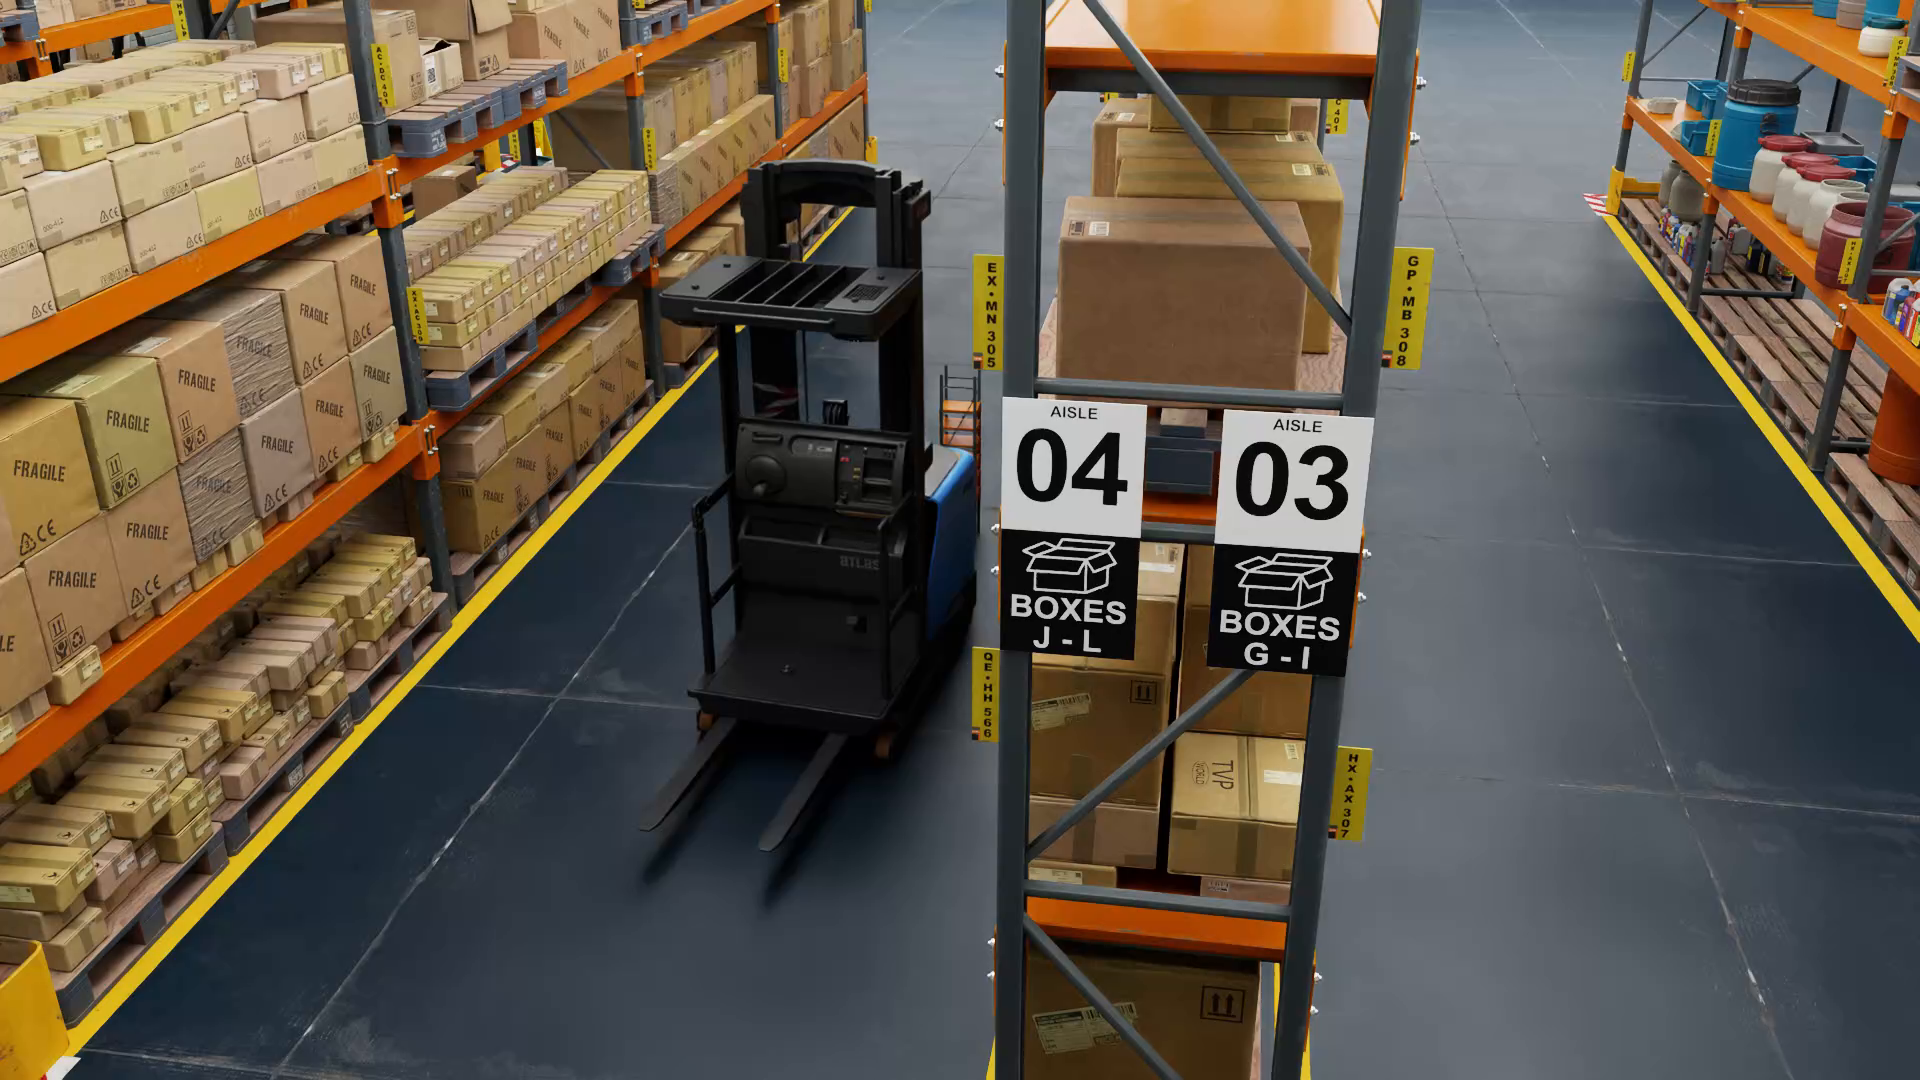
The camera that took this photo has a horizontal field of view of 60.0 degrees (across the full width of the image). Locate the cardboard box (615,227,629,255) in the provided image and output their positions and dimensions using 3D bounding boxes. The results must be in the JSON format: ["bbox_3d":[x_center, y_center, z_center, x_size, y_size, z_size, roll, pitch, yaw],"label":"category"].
[{"bbox_3d":[-2.661,-2.211,12.236,0.380,0.149,0.250,4,25,9],"label":"cardboard box"}]

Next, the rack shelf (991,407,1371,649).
[{"bbox_3d":[0.946,-0.722,6.564,1.077,0.370,4.000,4,25,9],"label":"rack shelf"}]

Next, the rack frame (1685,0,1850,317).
[{"bbox_3d":[7.466,-3.528,15.249,1.000,3.000,0.127,4,25,9],"label":"rack frame"}]

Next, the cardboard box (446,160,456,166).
[{"bbox_3d":[-6.502,-4.603,20.293,0.500,0.250,0.500,4,25,9],"label":"cardboard box"}]

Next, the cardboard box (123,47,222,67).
[{"bbox_3d":[-3.968,-2.392,8.401,0.380,0.149,0.250,3,25,6],"label":"cardboard box"}]

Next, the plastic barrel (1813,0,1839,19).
[{"bbox_3d":[7.598,-4.886,14.020,0.600,0.901,0.708,4,25,9],"label":"plastic barrel"}]

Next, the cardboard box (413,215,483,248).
[{"bbox_3d":[-3.475,-2.096,11.289,0.380,0.149,0.250,4,25,8],"label":"cardboard box"}]

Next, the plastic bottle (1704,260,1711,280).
[{"bbox_3d":[7.218,-2.633,16.119,0.097,0.201,0.097,0,25,0],"label":"plastic bottle"}]

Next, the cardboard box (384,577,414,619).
[{"bbox_3d":[-3.374,0.323,9.539,0.380,0.149,0.250,3,25,6],"label":"cardboard box"}]

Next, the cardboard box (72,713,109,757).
[{"bbox_3d":[-4.313,0.916,7.921,0.380,0.149,0.250,5,26,10],"label":"cardboard box"}]

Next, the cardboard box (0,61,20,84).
[{"bbox_3d":[-11.511,-5.753,19.884,0.500,0.500,0.500,4,25,9],"label":"cardboard box"}]

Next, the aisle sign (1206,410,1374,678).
[{"bbox_3d":[0.903,0.021,4.600,0.394,0.787,0.004,4,25,9],"label":"aisle sign"}]

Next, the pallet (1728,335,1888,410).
[{"bbox_3d":[7.179,-1.422,14.039,1.003,0.211,1.213,4,25,9],"label":"pallet"}]

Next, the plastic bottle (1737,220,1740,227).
[{"bbox_3d":[8.184,-3.265,17.380,0.152,0.276,0.135,4,25,9],"label":"plastic bottle"}]

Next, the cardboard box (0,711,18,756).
[{"bbox_3d":[-3.881,0.763,6.379,0.380,0.149,0.250,4,25,8],"label":"cardboard box"}]

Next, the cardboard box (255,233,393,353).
[{"bbox_3d":[-3.414,-1.329,8.902,0.500,0.500,0.500,3,25,7],"label":"cardboard box"}]

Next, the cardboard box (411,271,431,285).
[{"bbox_3d":[-3.608,-1.631,10.646,0.380,0.149,0.250,3,25,7],"label":"cardboard box"}]

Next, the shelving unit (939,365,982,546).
[{"bbox_3d":[0.002,-0.549,11.009,0.258,1.200,0.189,4,25,9],"label":"shelving unit"}]

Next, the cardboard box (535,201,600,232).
[{"bbox_3d":[-2.749,-2.266,11.653,0.380,0.149,0.250,4,25,9],"label":"cardboard box"}]

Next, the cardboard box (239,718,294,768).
[{"bbox_3d":[-3.617,1.018,8.405,0.380,0.149,0.250,4,25,9],"label":"cardboard box"}]

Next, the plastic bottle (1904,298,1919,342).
[{"bbox_3d":[6.348,-1.447,10.949,0.152,0.276,0.135,4,25,9],"label":"plastic bottle"}]

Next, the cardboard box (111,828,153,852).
[{"bbox_3d":[-3.866,1.308,7.435,0.380,0.149,0.250,4,25,9],"label":"cardboard box"}]

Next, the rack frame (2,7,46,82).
[{"bbox_3d":[-7.850,-2.885,13.875,1.000,3.000,0.127,4,25,9],"label":"rack frame"}]

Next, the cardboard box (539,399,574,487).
[{"bbox_3d":[-3.065,-0.701,11.663,0.500,0.500,0.500,4,25,9],"label":"cardboard box"}]

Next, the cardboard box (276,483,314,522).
[{"bbox_3d":[-3.538,-0.217,8.472,0.380,0.149,0.250,3,25,6],"label":"cardboard box"}]

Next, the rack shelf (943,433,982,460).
[{"bbox_3d":[0.002,-0.618,10.977,0.258,0.103,0.180,4,25,9],"label":"rack shelf"}]

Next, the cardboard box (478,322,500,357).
[{"bbox_3d":[-3.046,-1.237,10.155,0.380,0.149,0.250,4,25,9],"label":"cardboard box"}]

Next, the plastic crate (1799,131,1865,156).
[{"bbox_3d":[7.689,-3.333,14.757,0.402,0.464,0.583,4,25,9],"label":"plastic crate"}]

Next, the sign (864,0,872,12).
[{"bbox_3d":[-1.110,-6.518,19.992,0.100,0.325,0.005,4,25,9],"label":"sign"}]

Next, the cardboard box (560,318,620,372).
[{"bbox_3d":[-2.875,-1.466,12.412,0.500,0.250,0.500,4,25,9],"label":"cardboard box"}]

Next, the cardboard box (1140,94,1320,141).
[{"bbox_3d":[1.112,-1.608,6.879,0.700,0.500,0.500,5,26,11],"label":"cardboard box"}]

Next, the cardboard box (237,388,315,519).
[{"bbox_3d":[-3.573,-0.444,8.192,0.500,0.500,0.500,4,25,8],"label":"cardboard box"}]

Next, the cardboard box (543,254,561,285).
[{"bbox_3d":[-2.876,-1.804,11.017,0.380,0.149,0.250,4,25,8],"label":"cardboard box"}]

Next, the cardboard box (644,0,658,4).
[{"bbox_3d":[-2.615,-4.425,13.119,0.500,0.311,0.500,4,25,9],"label":"cardboard box"}]

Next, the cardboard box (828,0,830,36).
[{"bbox_3d":[-1.966,-5.873,18.809,0.875,0.550,0.550,4,25,9],"label":"cardboard box"}]

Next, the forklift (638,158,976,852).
[{"bbox_3d":[-0.788,-0.347,8.533,1.130,2.935,3.031,7,26,14],"label":"forklift"}]

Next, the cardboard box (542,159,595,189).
[{"bbox_3d":[-3.142,-2.836,13.653,0.500,0.500,0.500,4,25,9],"label":"cardboard box"}]

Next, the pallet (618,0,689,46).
[{"bbox_3d":[-2.897,-4.130,13.220,1.213,0.211,1.003,5,26,11],"label":"pallet"}]

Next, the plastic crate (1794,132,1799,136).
[{"bbox_3d":[7.967,-3.980,16.465,0.450,0.188,0.662,4,25,9],"label":"plastic crate"}]

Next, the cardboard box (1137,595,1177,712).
[{"bbox_3d":[0.603,0.435,6.609,0.500,0.250,0.500,3,25,7],"label":"cardboard box"}]

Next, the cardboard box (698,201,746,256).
[{"bbox_3d":[-2.471,-2.759,15.765,1.050,0.750,0.750,4,25,9],"label":"cardboard box"}]

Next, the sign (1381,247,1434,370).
[{"bbox_3d":[1.166,-0.602,4.334,0.100,0.325,0.005,4,25,9],"label":"sign"}]

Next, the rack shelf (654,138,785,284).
[{"bbox_3d":[-2.624,-3.095,15.172,1.077,0.370,4.000,4,25,9],"label":"rack shelf"}]

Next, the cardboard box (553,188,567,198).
[{"bbox_3d":[-3.227,-2.607,12.732,0.380,0.149,0.250,5,26,11],"label":"cardboard box"}]

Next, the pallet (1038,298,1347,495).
[{"bbox_3d":[0.730,-0.482,5.307,1.003,0.211,1.213,4,25,9],"label":"pallet"}]

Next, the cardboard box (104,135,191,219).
[{"bbox_3d":[-3.670,-1.561,7.096,0.500,0.250,0.500,3,25,7],"label":"cardboard box"}]

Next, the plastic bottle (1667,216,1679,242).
[{"bbox_3d":[7.444,-3.243,17.339,0.097,0.271,0.097,0,25,0],"label":"plastic bottle"}]

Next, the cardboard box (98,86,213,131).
[{"bbox_3d":[-3.571,-1.916,7.384,0.380,0.149,0.250,4,25,8],"label":"cardboard box"}]

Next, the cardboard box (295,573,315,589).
[{"bbox_3d":[-3.932,0.297,9.595,0.380,0.149,0.250,4,25,9],"label":"cardboard box"}]

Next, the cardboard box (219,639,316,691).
[{"bbox_3d":[-3.546,0.638,8.515,0.380,0.149,0.250,3,25,7],"label":"cardboard box"}]

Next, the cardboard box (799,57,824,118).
[{"bbox_3d":[-1.976,-4.929,18.066,0.875,0.550,0.550,4,25,9],"label":"cardboard box"}]

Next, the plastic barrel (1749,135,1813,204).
[{"bbox_3d":[7.094,-3.205,14.398,0.433,0.535,0.433,0,25,0],"label":"plastic barrel"}]
